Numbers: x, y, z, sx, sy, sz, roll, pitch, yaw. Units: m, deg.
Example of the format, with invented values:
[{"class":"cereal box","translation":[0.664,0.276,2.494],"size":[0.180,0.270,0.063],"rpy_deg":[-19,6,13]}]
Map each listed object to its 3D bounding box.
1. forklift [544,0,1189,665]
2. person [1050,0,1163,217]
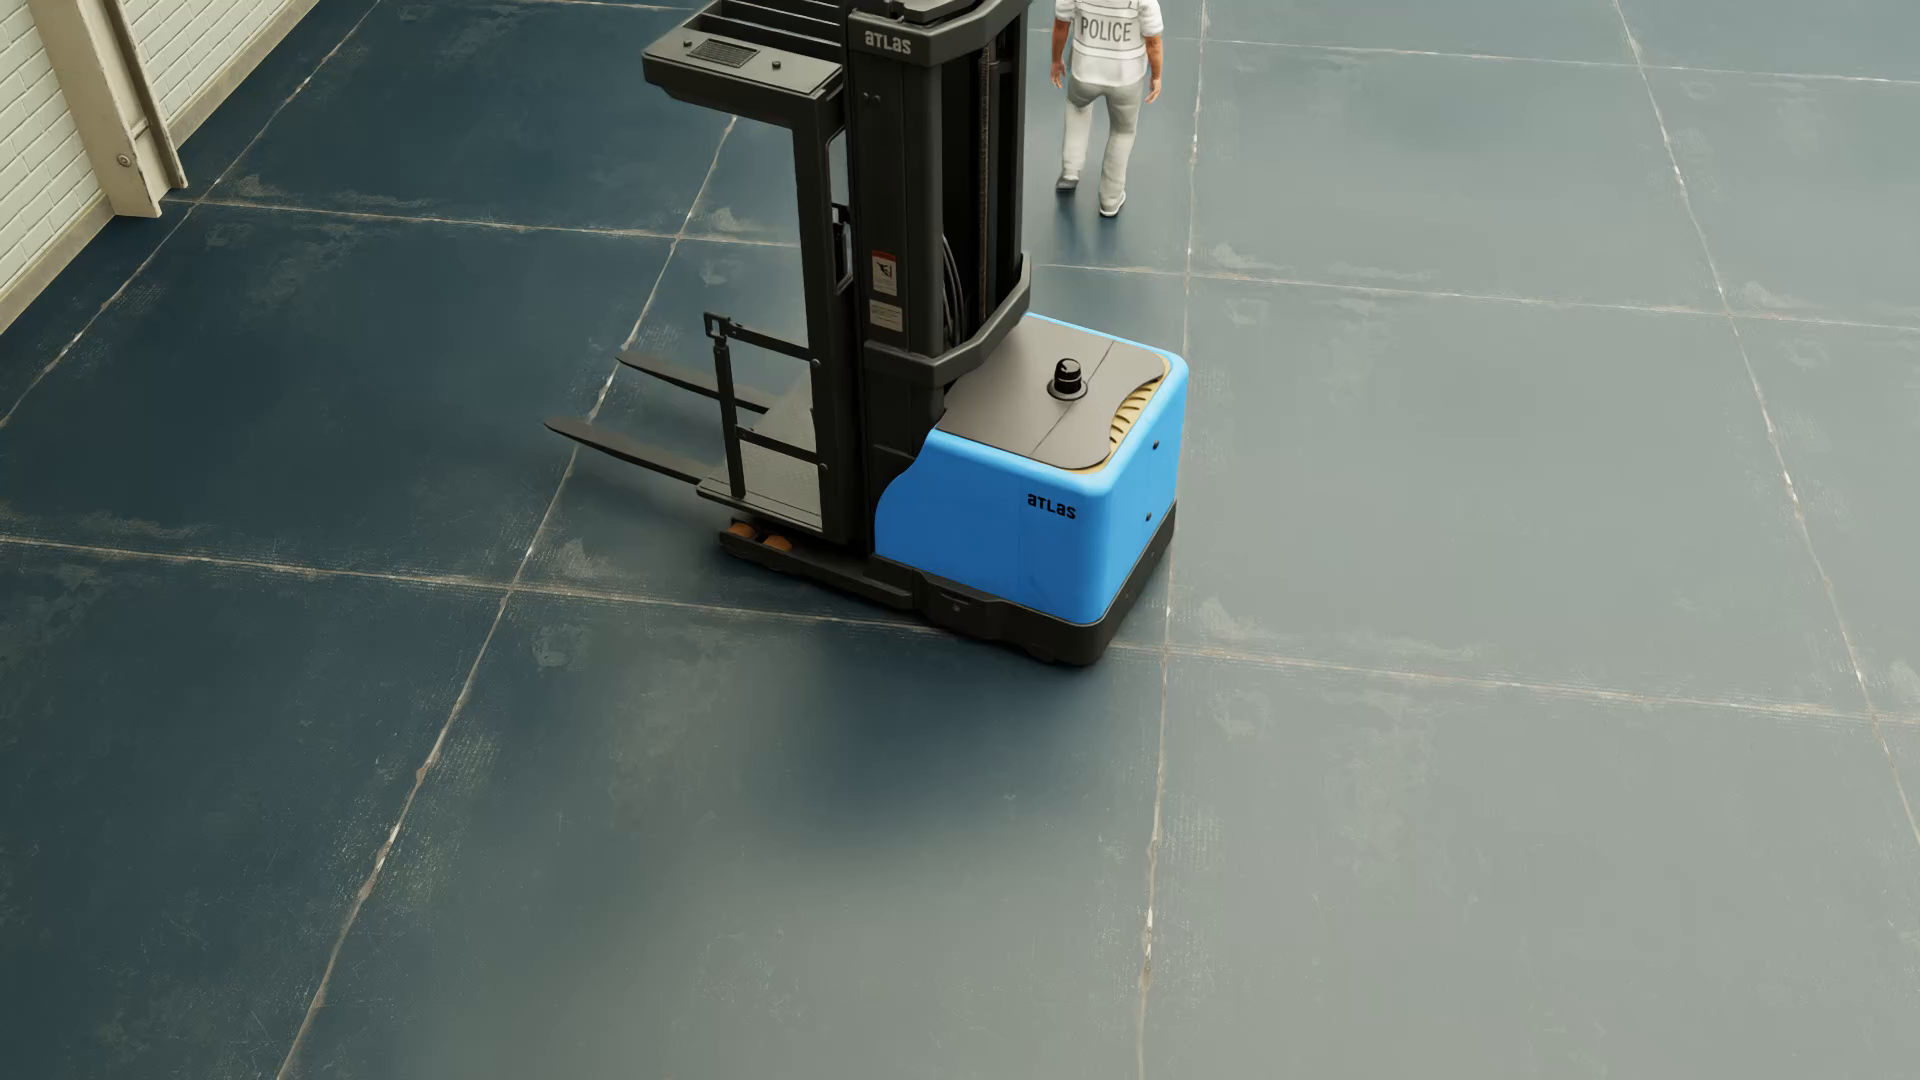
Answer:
[{"class":"forklift","translation":[-0.550,-1.236,7.069],"size":[3.031,2.935,1.130],"rpy_deg":[19,46,19]},{"class":"person","translation":[0.854,-2.725,9.603],"size":[0.650,1.771,0.496],"rpy_deg":[11,44,12]}]
